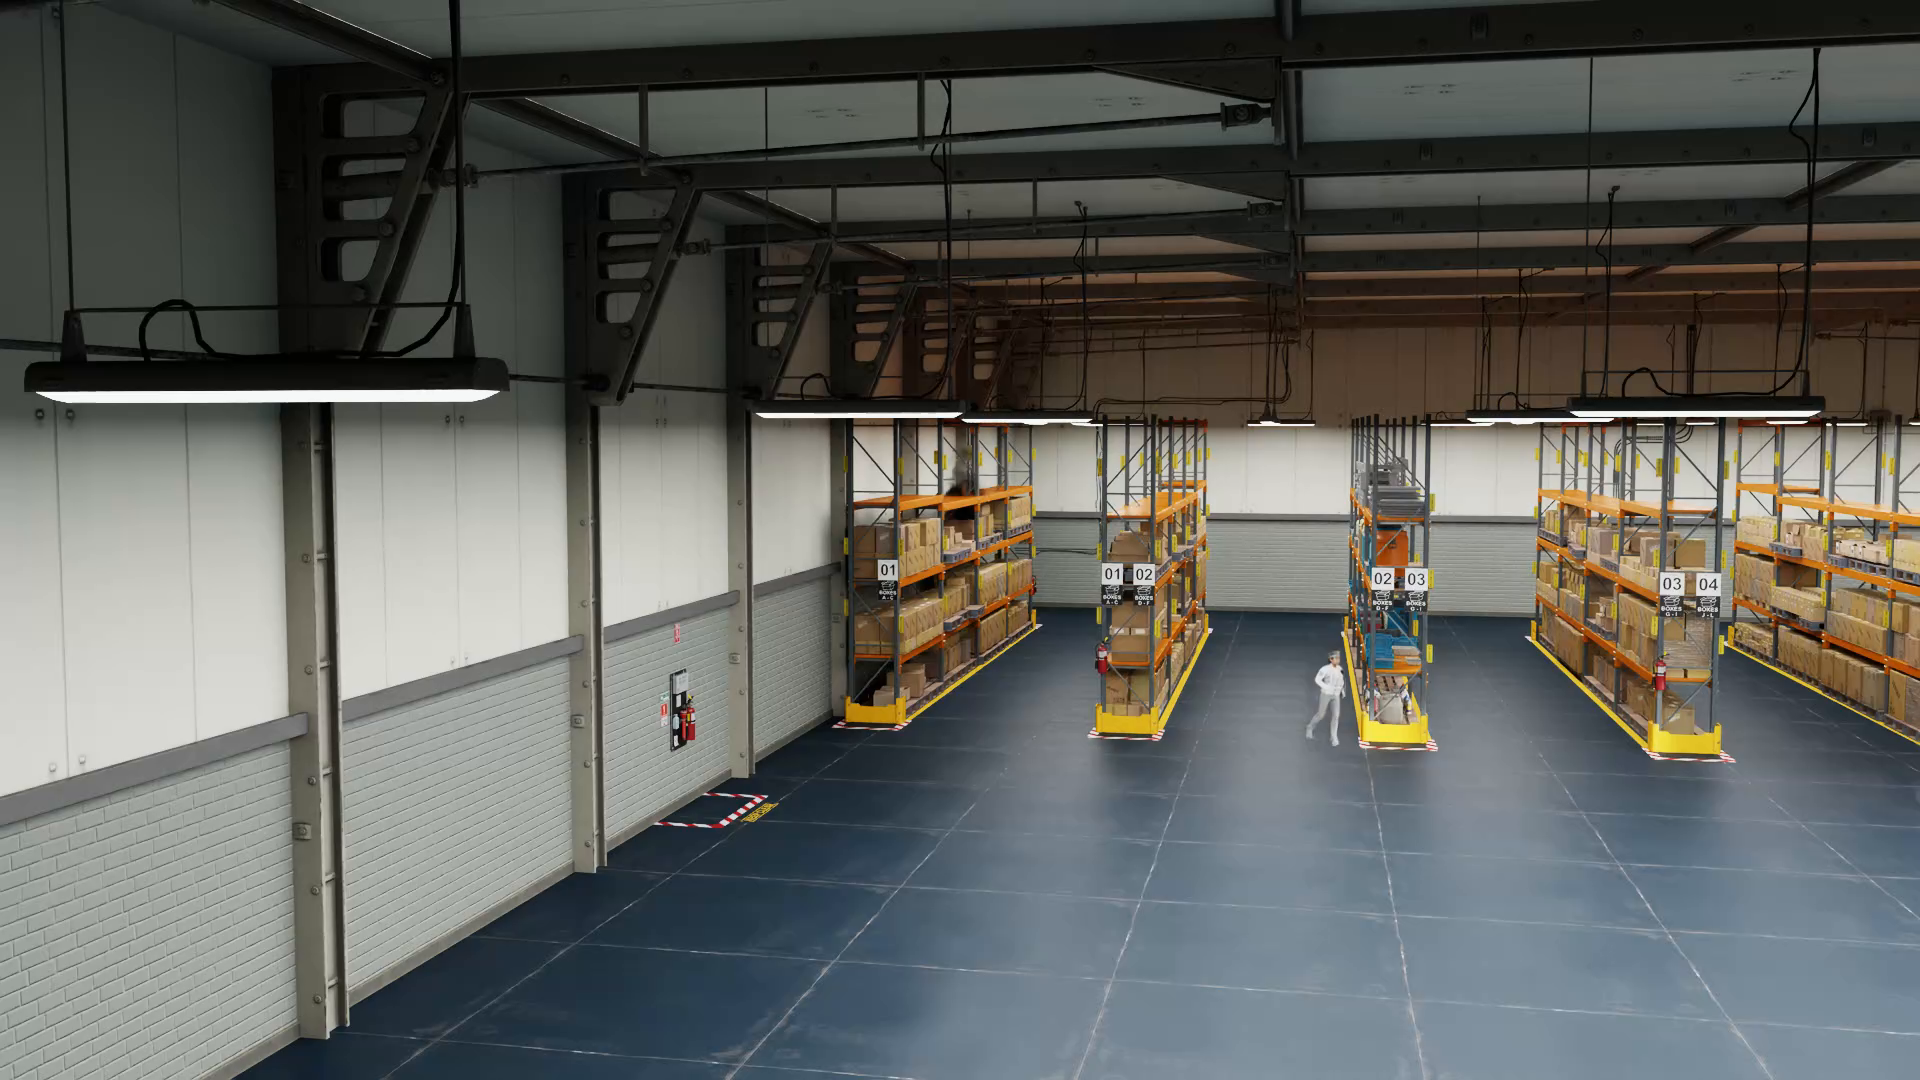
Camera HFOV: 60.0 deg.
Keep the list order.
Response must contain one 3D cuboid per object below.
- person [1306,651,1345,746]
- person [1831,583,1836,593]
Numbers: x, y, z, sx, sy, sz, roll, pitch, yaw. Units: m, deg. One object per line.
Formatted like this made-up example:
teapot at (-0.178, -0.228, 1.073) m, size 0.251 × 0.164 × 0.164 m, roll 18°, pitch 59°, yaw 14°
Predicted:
person at (6.791, 2.856, 30.363) m, size 0.677 × 1.674 × 0.917 m, roll -1°, pitch 4°, yaw -17°
person at (22.184, 2.009, 42.339) m, size 0.694 × 1.822 × 0.877 m, roll 1°, pitch 4°, yaw 12°
